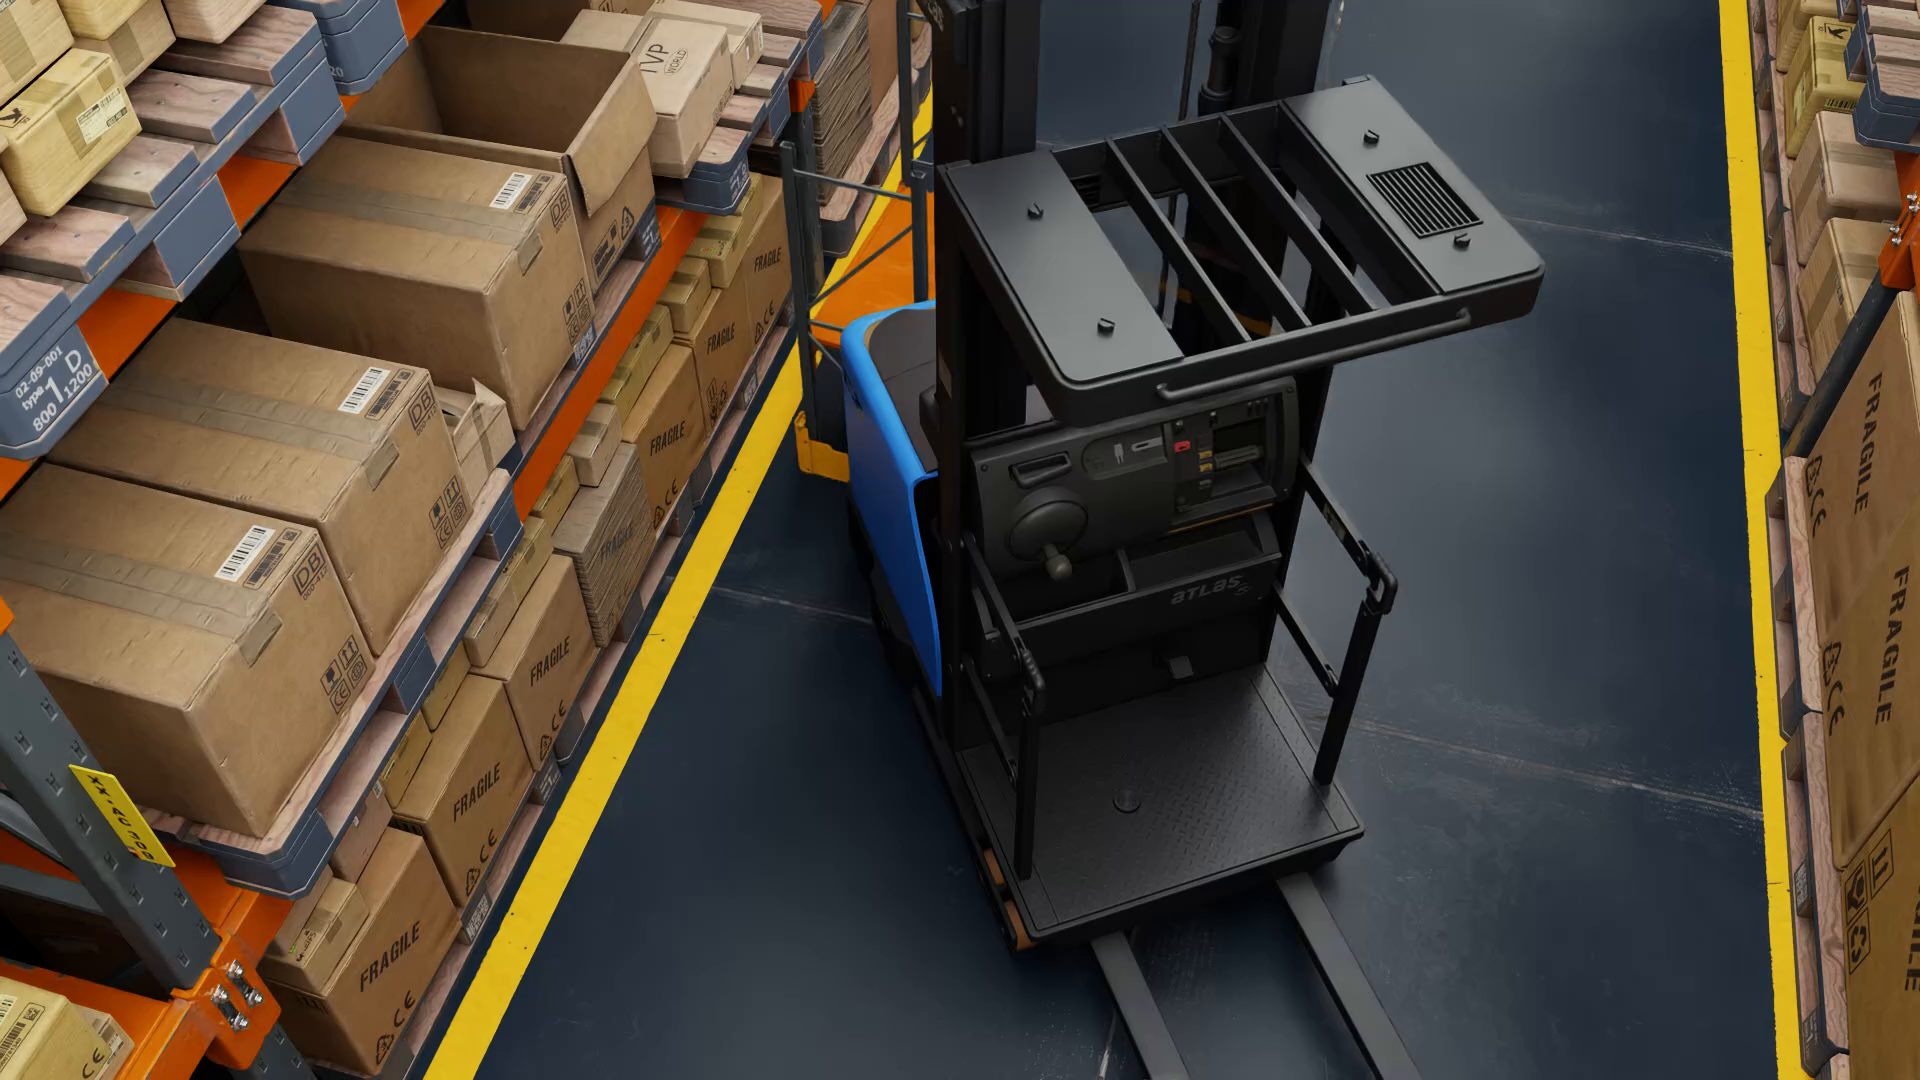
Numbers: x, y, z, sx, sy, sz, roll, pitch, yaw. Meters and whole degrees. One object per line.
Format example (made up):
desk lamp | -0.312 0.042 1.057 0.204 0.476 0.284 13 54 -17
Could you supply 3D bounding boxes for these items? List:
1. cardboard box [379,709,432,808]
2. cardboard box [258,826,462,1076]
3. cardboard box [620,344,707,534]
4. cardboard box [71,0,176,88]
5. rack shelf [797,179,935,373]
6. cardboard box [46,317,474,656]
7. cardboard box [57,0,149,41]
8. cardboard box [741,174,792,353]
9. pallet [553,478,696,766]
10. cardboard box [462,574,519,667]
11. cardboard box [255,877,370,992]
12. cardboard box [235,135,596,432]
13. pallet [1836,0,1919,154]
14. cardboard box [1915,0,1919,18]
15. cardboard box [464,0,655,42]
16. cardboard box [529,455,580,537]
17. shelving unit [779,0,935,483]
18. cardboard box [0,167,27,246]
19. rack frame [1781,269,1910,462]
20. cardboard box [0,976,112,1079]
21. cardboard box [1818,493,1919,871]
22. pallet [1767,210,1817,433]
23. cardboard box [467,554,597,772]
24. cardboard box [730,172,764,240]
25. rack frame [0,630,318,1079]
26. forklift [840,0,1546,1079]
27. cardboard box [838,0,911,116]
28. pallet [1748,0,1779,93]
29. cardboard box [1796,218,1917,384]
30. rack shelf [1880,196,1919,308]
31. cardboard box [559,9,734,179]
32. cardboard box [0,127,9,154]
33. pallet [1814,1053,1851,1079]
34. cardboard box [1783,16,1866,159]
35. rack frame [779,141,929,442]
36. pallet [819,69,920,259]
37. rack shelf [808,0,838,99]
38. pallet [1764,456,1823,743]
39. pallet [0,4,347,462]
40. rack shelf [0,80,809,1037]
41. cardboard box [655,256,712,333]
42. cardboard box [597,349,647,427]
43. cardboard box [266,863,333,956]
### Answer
cardboard box | -1.731 0.582 4.690 0.380 0.149 0.250 9 49 8
cardboard box | -1.793 1.102 4.664 0.500 0.500 0.500 14 50 12
cardboard box | -1.265 -0.399 5.988 0.500 0.500 0.500 14 50 12
cardboard box | -1.601 -0.883 2.849 0.380 0.149 0.250 12 50 10
rack shelf | -0.169 -0.962 6.338 0.538 0.185 1.000 15 50 13
cardboard box | -1.658 -0.133 4.020 0.700 0.500 0.500 12 50 10
cardboard box | -1.526 -0.972 2.729 0.380 0.149 0.250 11 49 9
cardboard box | -0.988 -1.138 6.641 0.500 0.500 0.500 13 50 11
pallet | -1.640 0.161 5.967 1.003 0.211 1.213 12 50 10
cardboard box | -1.570 0.208 5.020 0.380 0.149 0.250 11 50 10
cardboard box | -1.786 0.986 4.334 0.380 0.149 0.250 14 50 12
cardboard box | -1.451 -0.701 4.521 0.700 0.500 0.500 11 50 10
pallet | 3.790 -1.670 5.852 1.213 0.211 1.003 12 50 10
cardboard box | 3.589 -1.936 5.845 0.380 0.149 0.250 11 50 10
cardboard box | -1.370 -2.005 5.672 0.500 0.500 0.500 14 50 12
cardboard box | -1.460 -0.172 5.356 0.380 0.149 0.250 12 50 10
shelving unit | -0.173 -1.074 6.198 0.587 1.500 1.083 15 50 13
cardboard box | -1.675 -0.500 2.511 0.380 0.149 0.250 12 50 11
rack frame | 3.705 -1.197 5.306 1.000 3.000 0.127 12 50 10
cardboard box | -2.036 1.087 3.192 0.500 0.250 0.500 13 50 11
cardboard box | 3.205 0.494 4.950 0.875 0.875 0.875 12 50 10
pallet | 3.913 -0.840 6.850 1.003 0.211 1.213 12 50 10
cardboard box | -1.526 0.355 5.324 0.500 0.500 0.500 10 49 9
cardboard box | -0.970 -1.293 6.345 0.380 0.149 0.250 9 49 8
rack frame | -2.137 0.719 3.615 1.000 3.000 0.127 12 50 10
forklift | 0.560 -0.062 4.350 1.130 2.935 3.031 -15 50 -13
cardboard box | -0.742 -2.450 7.715 0.875 0.625 0.625 13 50 11
pallet | 4.555 -2.604 8.408 1.003 0.211 1.213 12 50 10
cardboard box | 3.864 -0.873 6.493 0.950 0.372 0.625 9 49 7
rack shelf | 3.179 0.487 4.299 1.077 0.370 4.000 12 50 10
cardboard box | -1.050 -1.436 5.337 0.500 0.250 0.500 9 49 8
cardboard box | -1.635 -0.590 2.392 0.380 0.149 0.250 13 50 11
pallet | 2.783 2.046 4.304 1.003 0.211 1.213 12 50 10
cardboard box | 4.255 -1.956 7.448 0.950 0.372 0.625 13 50 11
rack frame | -0.346 -0.723 5.888 0.500 1.500 0.032 15 50 13
pallet | -0.830 -1.839 7.732 1.003 0.211 1.213 12 50 10
rack shelf | -0.558 -3.383 7.715 1.077 0.370 4.000 12 50 10
pallet | 3.425 0.281 5.861 1.003 0.211 1.213 12 50 10
pallet | -1.898 -0.669 2.965 1.213 0.211 1.003 12 50 10
rack shelf | -1.611 -0.489 5.161 1.077 0.370 4.000 12 50 10
cardboard box | -1.124 -0.908 6.005 0.380 0.149 0.250 10 49 9
cardboard box | -1.302 -0.546 5.685 0.380 0.149 0.250 11 49 9
cardboard box | -1.844 0.875 4.233 0.380 0.149 0.250 11 49 9
